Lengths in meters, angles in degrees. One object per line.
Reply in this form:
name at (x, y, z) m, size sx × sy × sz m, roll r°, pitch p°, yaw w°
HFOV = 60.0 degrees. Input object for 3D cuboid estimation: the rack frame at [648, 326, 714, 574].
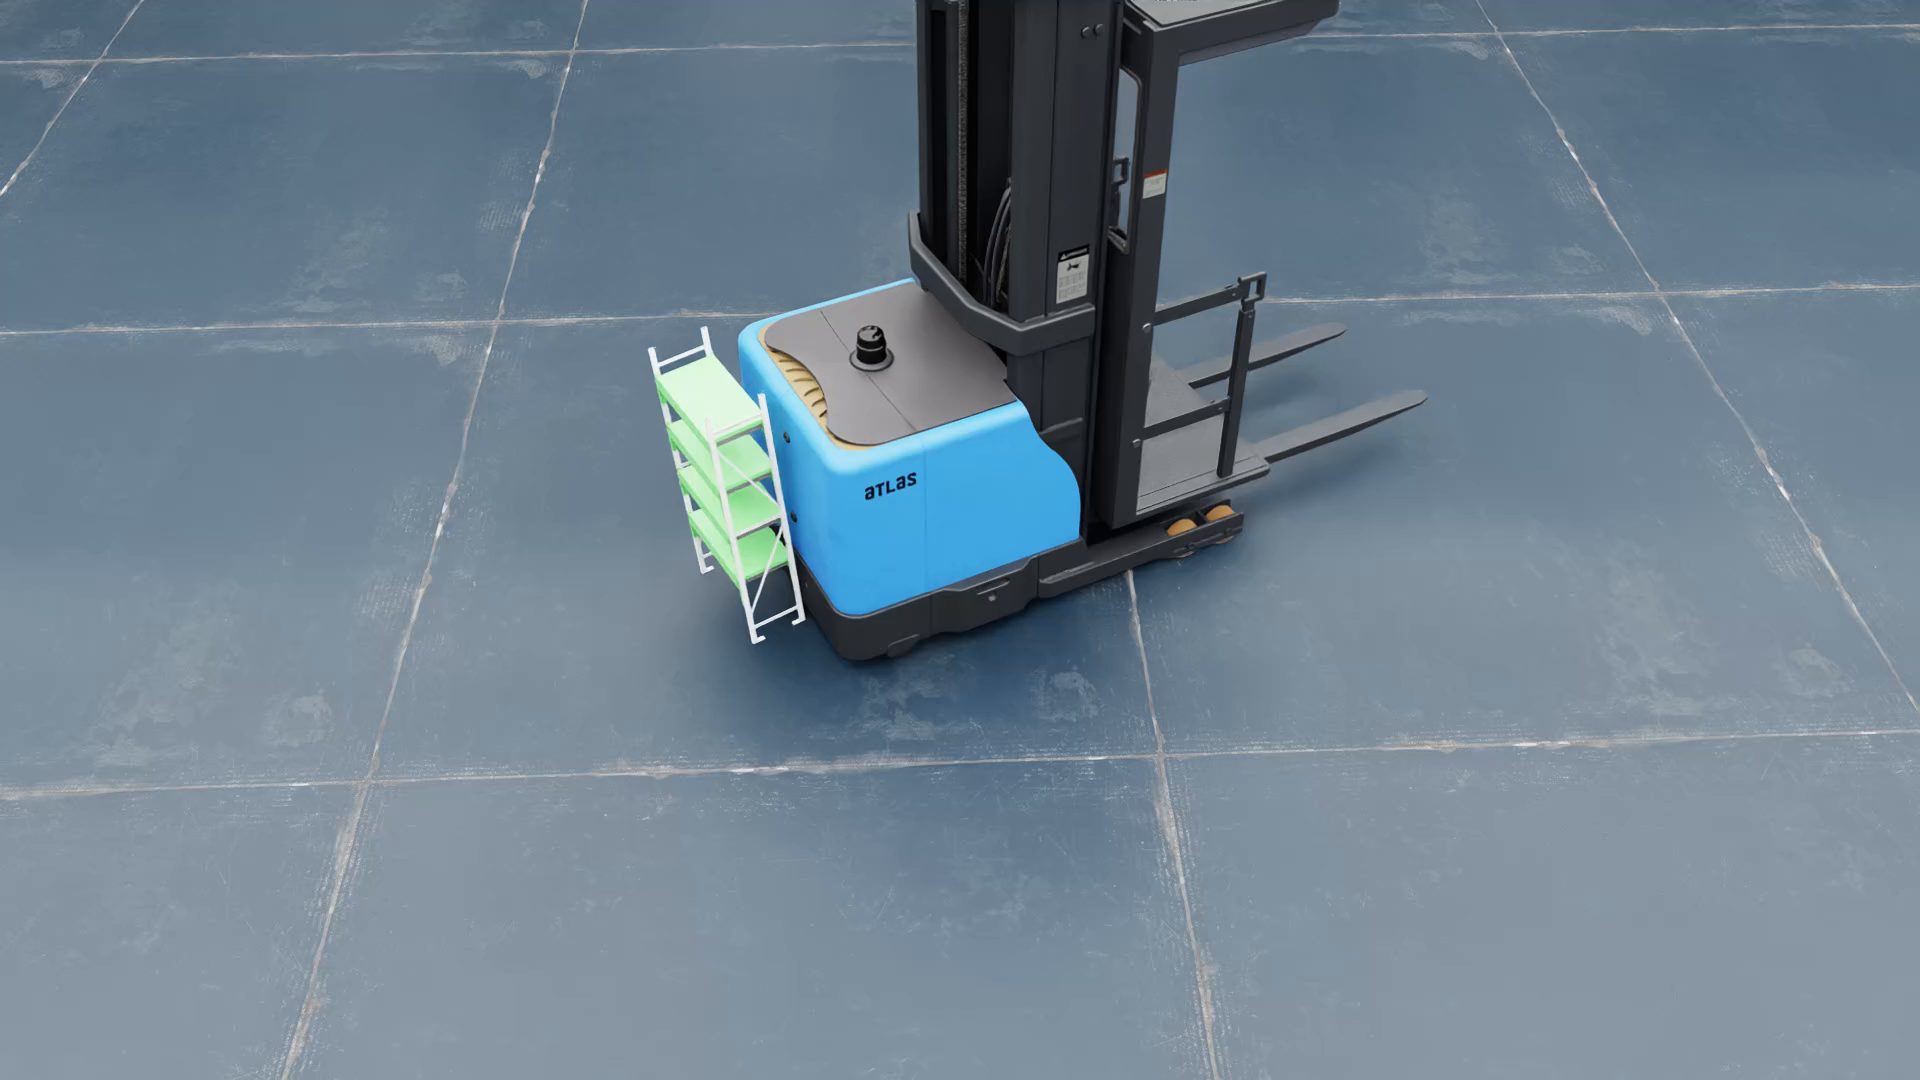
rack frame at (-1.034, -0.335, 6.716) m, size 0.240 × 1.200 × 0.015 m, roll -25°, pitch 48°, yaw -20°

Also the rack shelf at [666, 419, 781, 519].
rack shelf at (-0.917, -0.320, 6.439) m, size 0.258 × 0.148 × 0.480 m, roll -25°, pitch 48°, yaw -20°

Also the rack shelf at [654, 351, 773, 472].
rack shelf at (-0.930, -0.491, 6.271) m, size 0.258 × 0.148 × 0.480 m, roll -25°, pitch 48°, yaw -20°

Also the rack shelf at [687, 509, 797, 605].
rack shelf at (-0.889, 0.022, 6.775) m, size 0.258 × 0.148 × 0.480 m, roll -25°, pitch 48°, yaw -20°

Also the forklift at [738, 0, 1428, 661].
forklift at (0.655, -1.305, 6.505) m, size 3.031 × 2.935 × 1.130 m, roll -19°, pitch 46°, yaw -20°

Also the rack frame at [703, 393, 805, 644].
rack frame at (-0.779, -0.054, 6.409) m, size 0.240 × 1.200 × 0.015 m, roll -25°, pitch 48°, yaw -20°

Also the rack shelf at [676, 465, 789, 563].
rack shelf at (-0.903, -0.149, 6.607) m, size 0.258 × 0.148 × 0.480 m, roll -25°, pitch 48°, yaw -20°

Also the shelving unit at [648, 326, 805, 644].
shelving unit at (-0.906, -0.195, 6.562) m, size 0.258 × 1.200 × 0.503 m, roll -25°, pitch 48°, yaw -20°
